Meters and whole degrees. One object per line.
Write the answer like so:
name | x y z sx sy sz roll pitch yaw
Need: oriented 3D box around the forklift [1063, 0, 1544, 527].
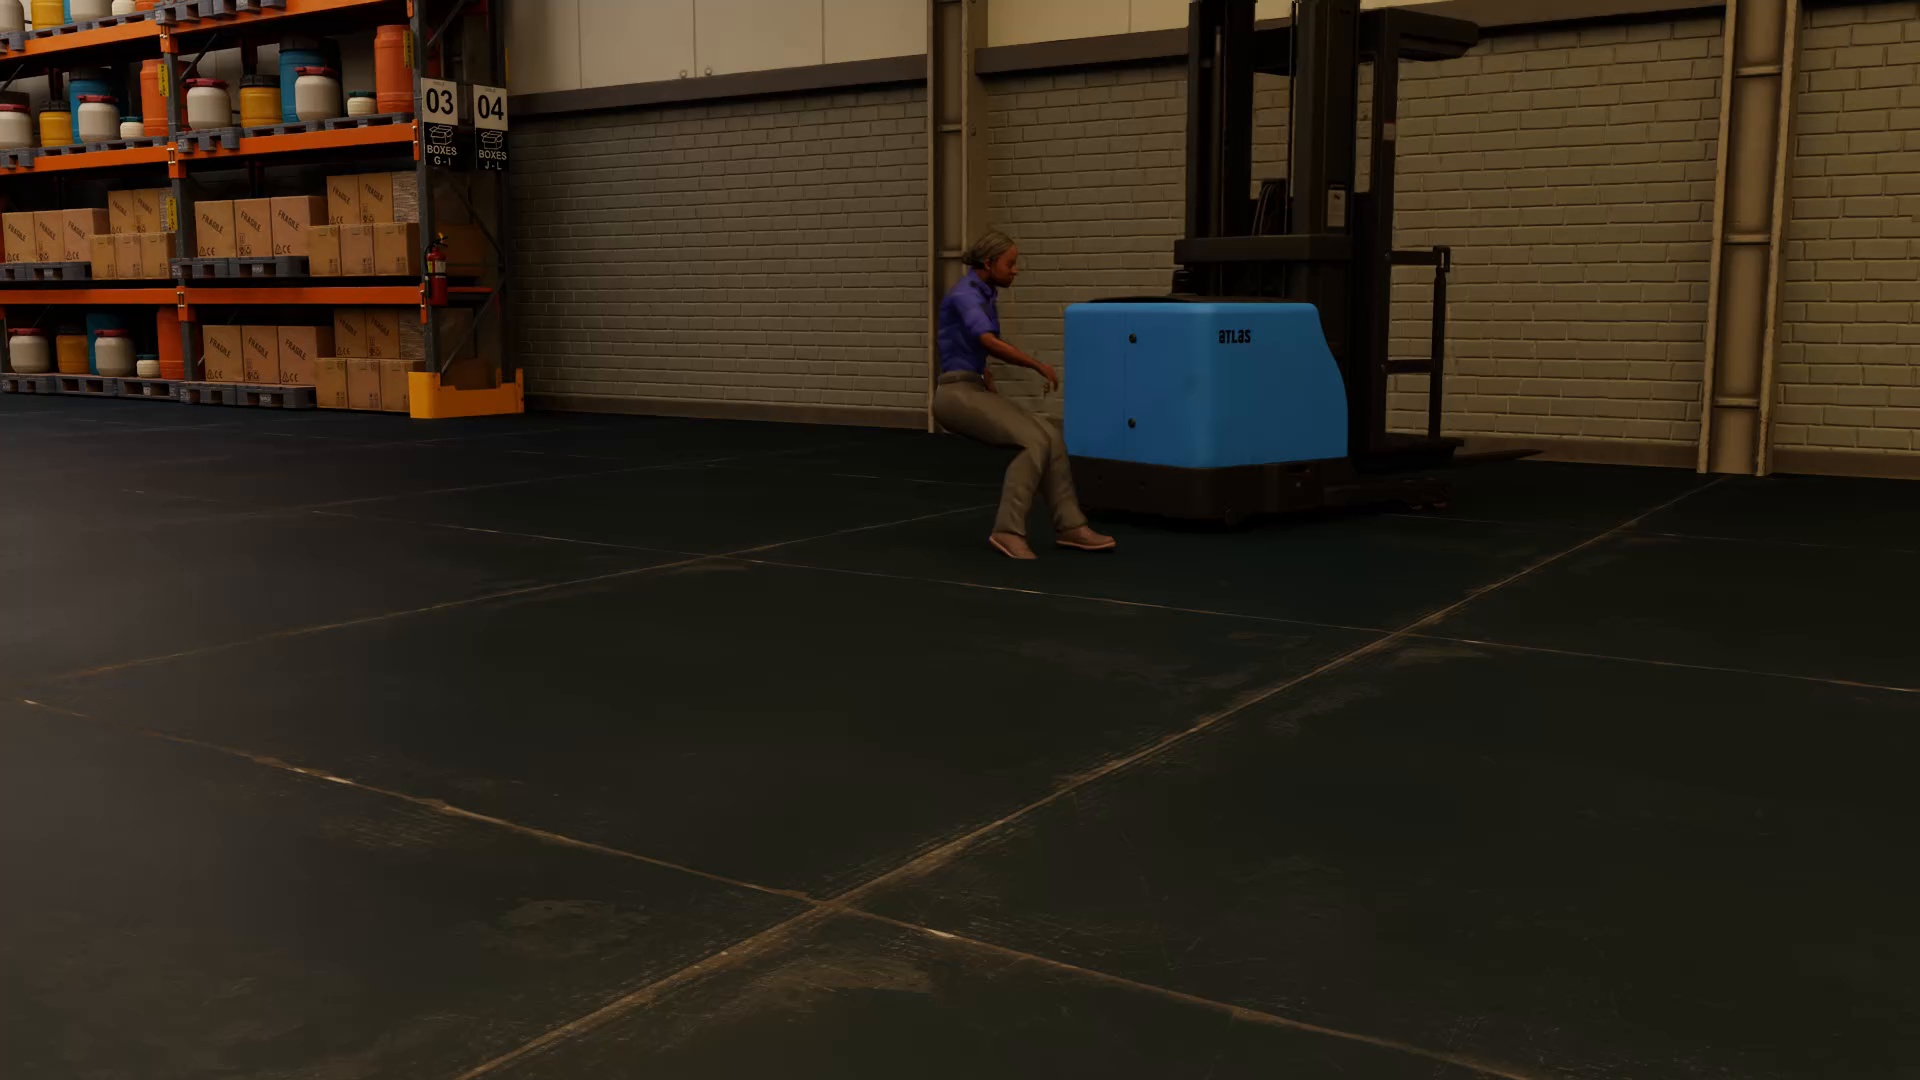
forklift | 1.988 -1.655 8.834 3.031 2.935 1.130 -6 10 -37

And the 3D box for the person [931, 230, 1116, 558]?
person | 0.288 -0.627 7.317 0.826 1.457 0.727 1 8 9
